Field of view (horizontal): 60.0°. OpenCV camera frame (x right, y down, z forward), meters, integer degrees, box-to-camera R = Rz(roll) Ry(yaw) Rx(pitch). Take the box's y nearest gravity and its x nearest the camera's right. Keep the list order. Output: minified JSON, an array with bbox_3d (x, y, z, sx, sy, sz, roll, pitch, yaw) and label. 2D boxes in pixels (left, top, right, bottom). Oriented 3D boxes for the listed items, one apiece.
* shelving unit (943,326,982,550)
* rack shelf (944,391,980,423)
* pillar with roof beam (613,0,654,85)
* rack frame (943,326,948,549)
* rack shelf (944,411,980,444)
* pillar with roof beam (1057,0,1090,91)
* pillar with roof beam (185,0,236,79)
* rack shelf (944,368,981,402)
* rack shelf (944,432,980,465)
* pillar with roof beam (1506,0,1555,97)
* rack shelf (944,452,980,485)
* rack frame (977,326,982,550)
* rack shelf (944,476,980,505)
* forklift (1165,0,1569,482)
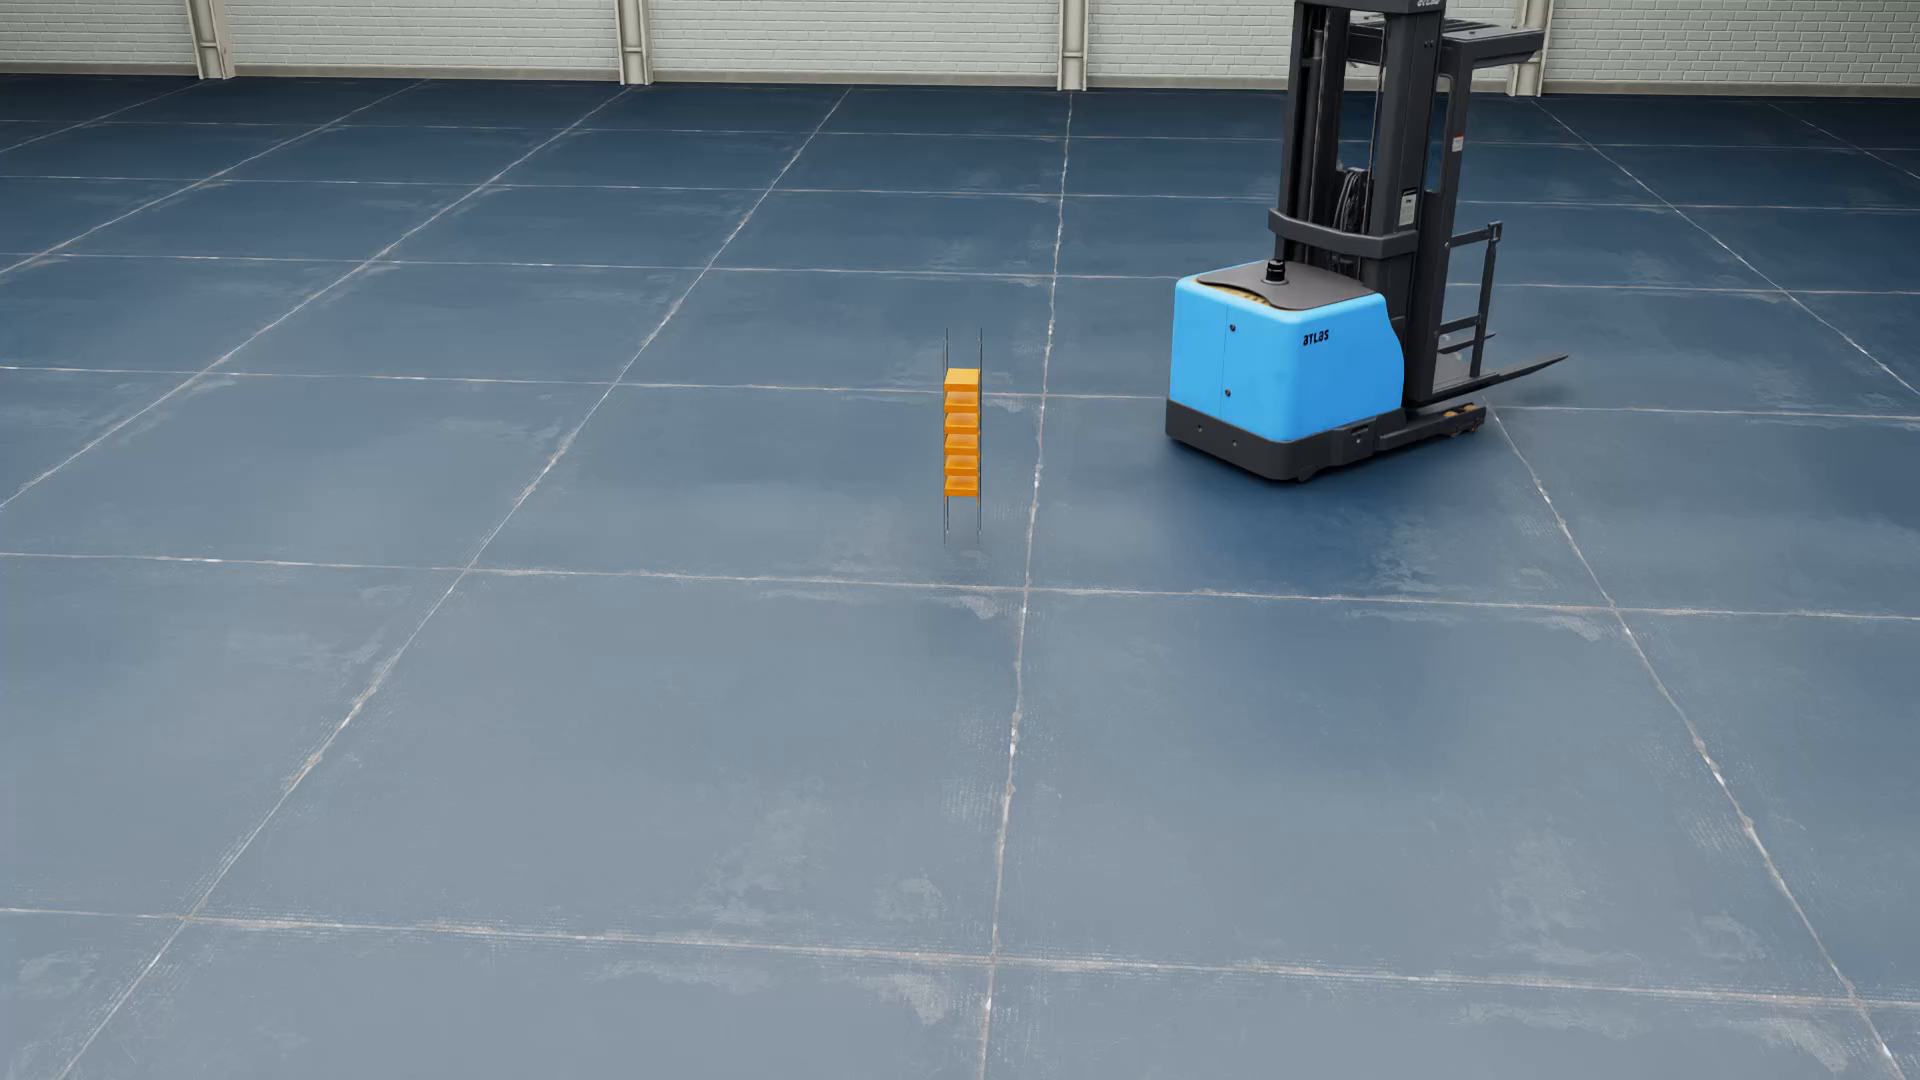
[{"bbox_3d":[0.014,-0.545,8.998,0.189,1.200,0.258,2,25,4],"label":"shelving unit"},{"bbox_3d":[0.014,-0.722,8.916,0.180,0.103,0.258,2,25,4],"label":"rack shelf"},{"bbox_3d":[-4.791,-8.616,17.210,0.400,9.000,9.100,2,25,4],"label":"pillar with roof beam"},{"bbox_3d":[-0.077,-0.548,9.005,0.006,1.200,0.240,2,25,4],"label":"rack frame"},{"bbox_3d":[0.014,-0.613,8.967,0.180,0.103,0.258,2,25,4],"label":"rack shelf"},{"bbox_3d":[1.191,-8.424,16.792,0.400,9.000,9.100,2,25,4],"label":"pillar with roof beam"},{"bbox_3d":[-10.774,-8.808,17.627,0.400,9.000,9.100,2,25,4],"label":"pillar with roof beam"},{"bbox_3d":[0.014,-0.831,8.866,0.180,0.103,0.258,2,25,4],"label":"rack shelf"},{"bbox_3d":[0.014,-0.504,9.017,0.180,0.103,0.258,2,25,4],"label":"rack shelf"},{"bbox_3d":[7.173,-8.232,16.375,0.400,9.000,9.100,2,25,4],"label":"pillar with roof beam"},{"bbox_3d":[0.014,-0.395,9.067,0.180,0.103,0.258,2,25,4],"label":"rack shelf"},{"bbox_3d":[0.106,-0.542,8.992,0.006,1.200,0.240,2,25,4],"label":"rack frame"},{"bbox_3d":[0.014,-0.286,9.117,0.180,0.103,0.258,2,25,4],"label":"rack shelf"},{"bbox_3d":[2.793,-2.152,10.420,3.031,2.935,1.130,-17,30,-32],"label":"forklift"}]
